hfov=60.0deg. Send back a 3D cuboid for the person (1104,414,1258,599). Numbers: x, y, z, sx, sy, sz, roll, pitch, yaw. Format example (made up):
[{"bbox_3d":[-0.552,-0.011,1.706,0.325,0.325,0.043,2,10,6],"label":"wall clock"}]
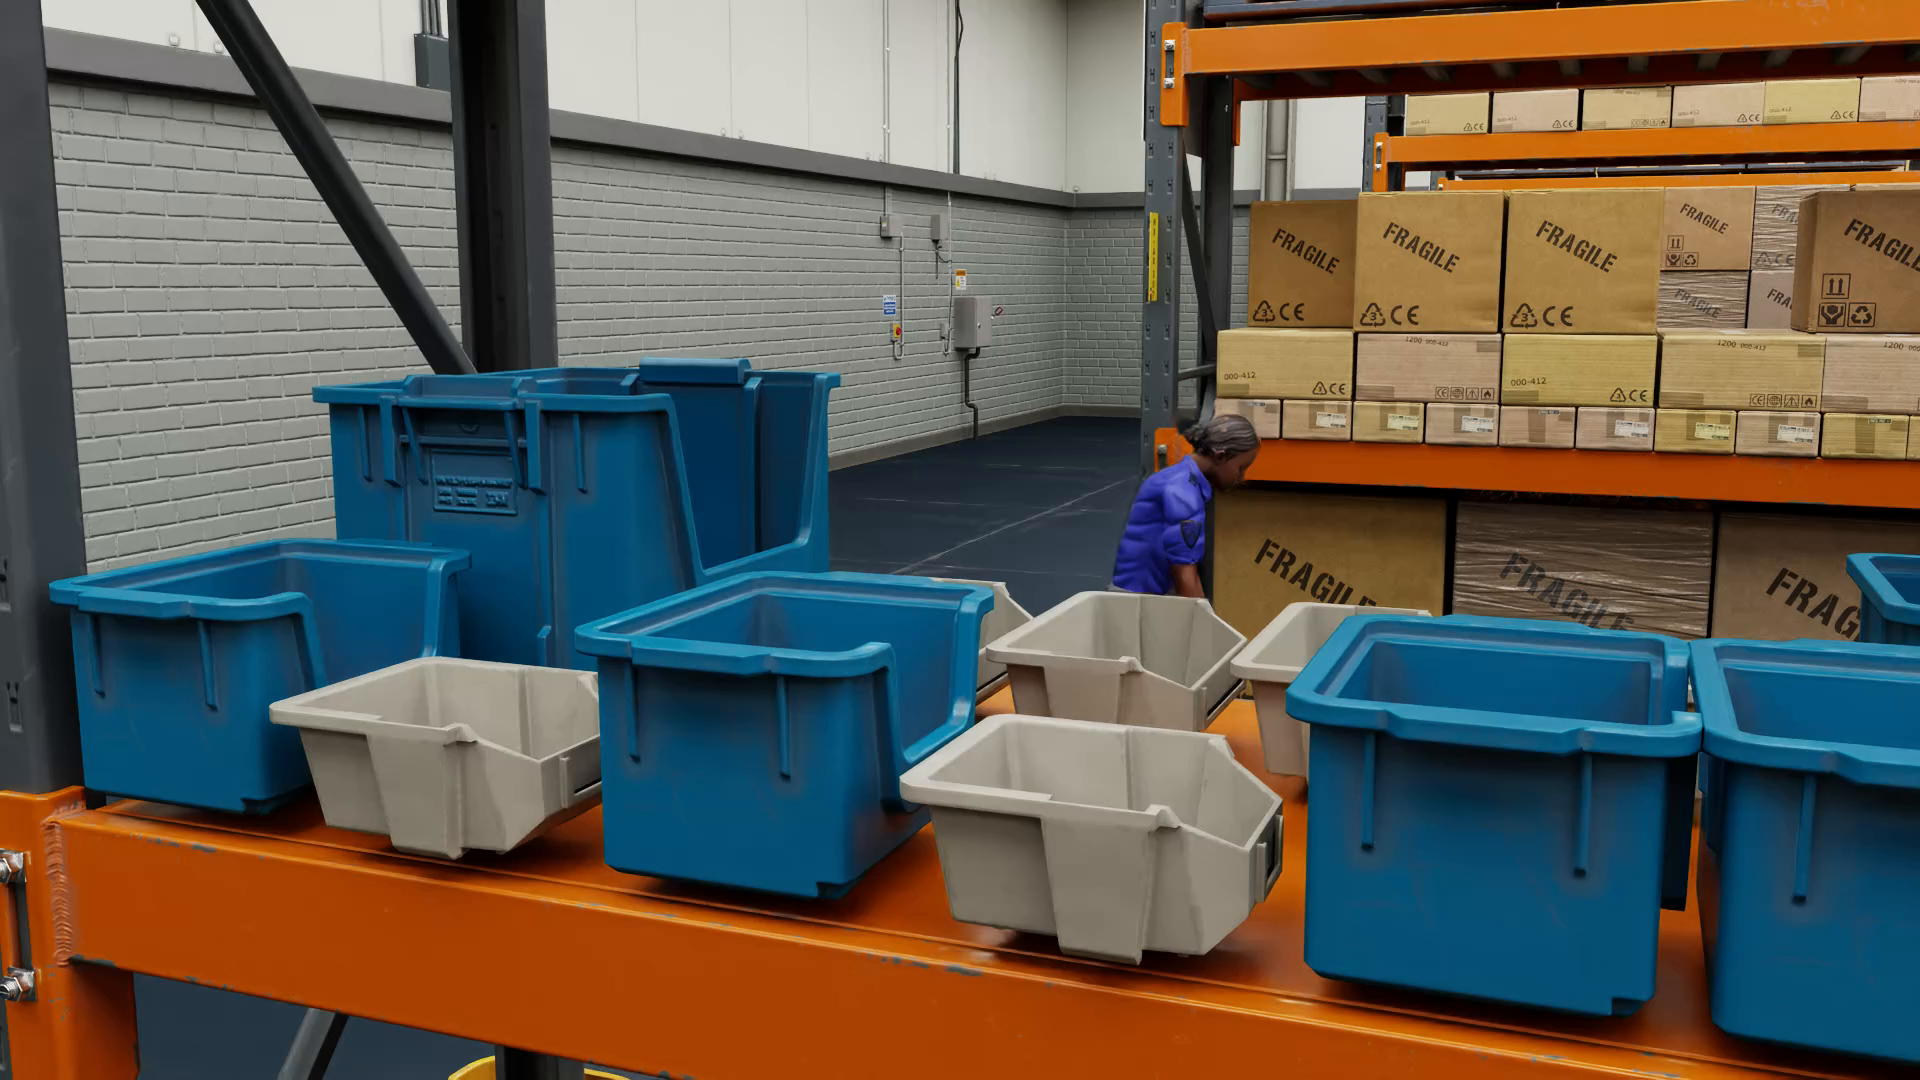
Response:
[{"bbox_3d":[0.691,0.314,5.520,0.556,1.465,0.490,1,9,8],"label":"person"}]
